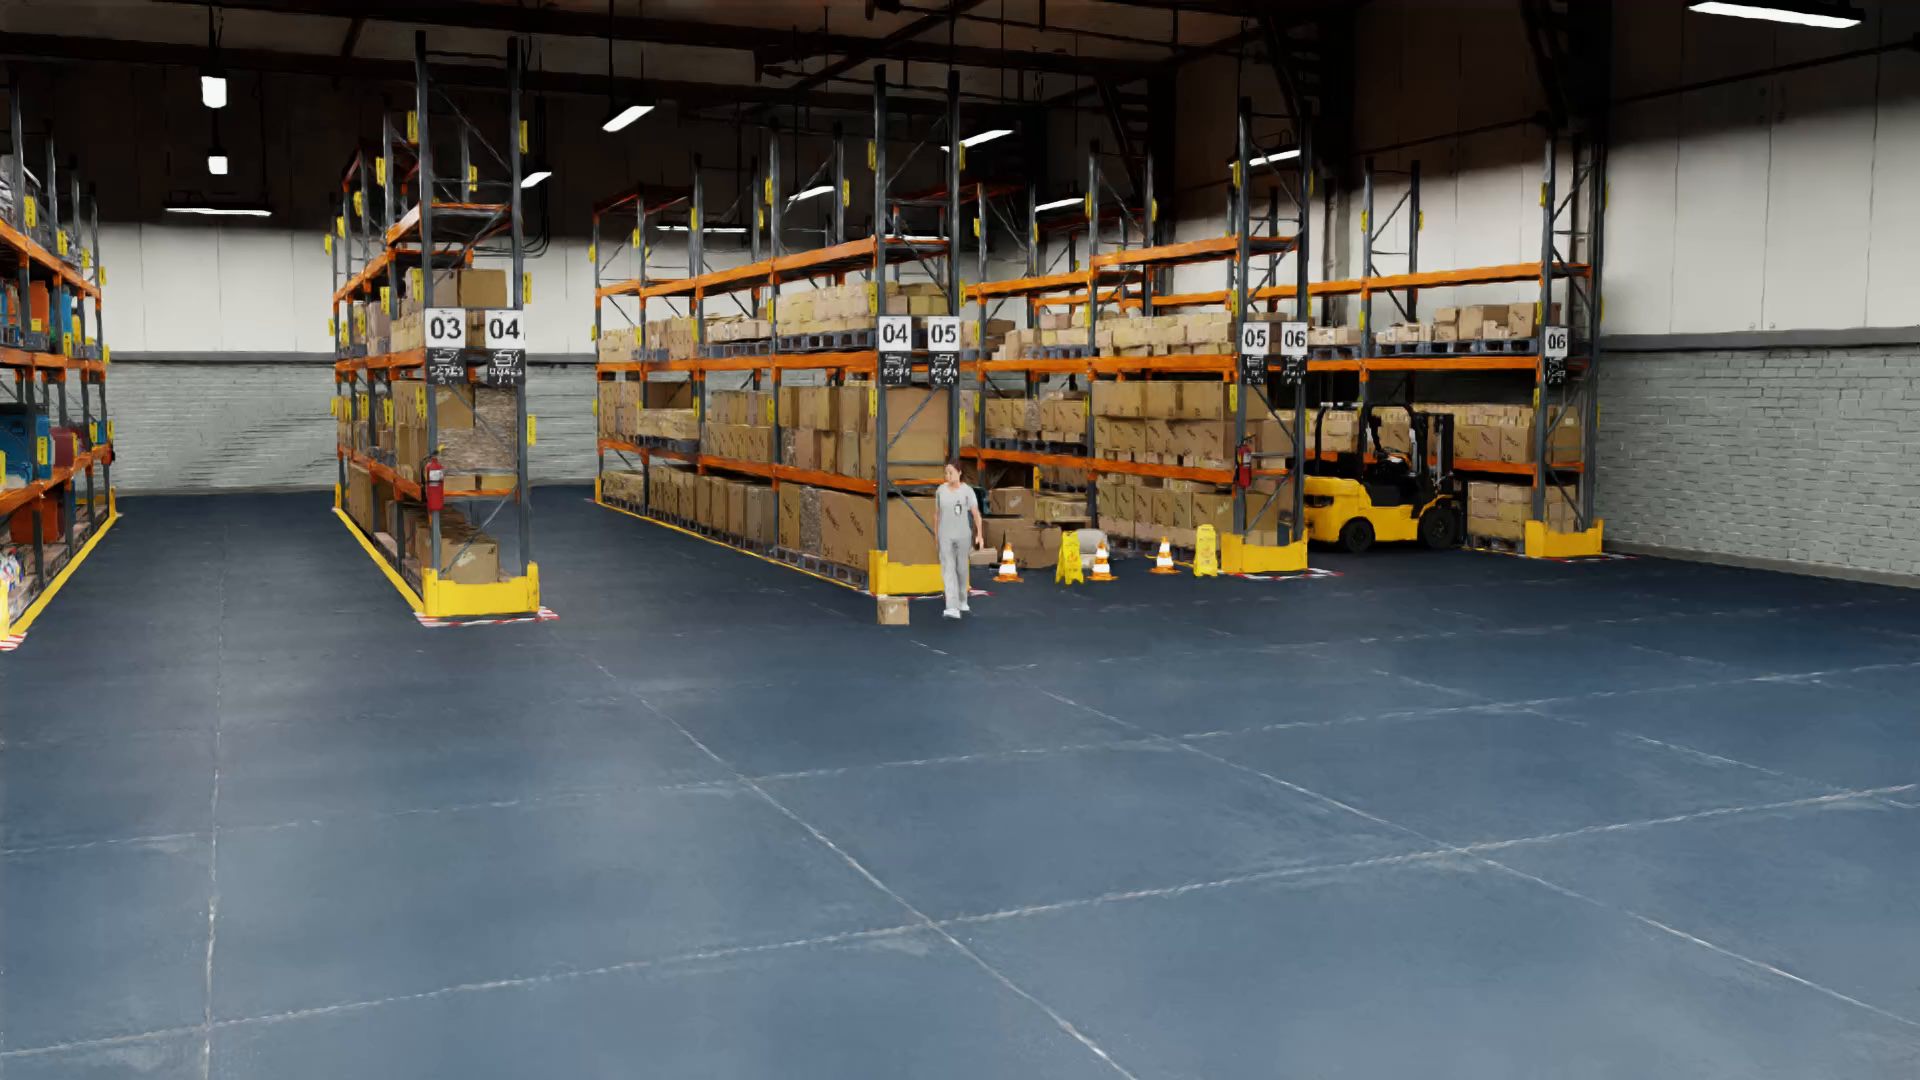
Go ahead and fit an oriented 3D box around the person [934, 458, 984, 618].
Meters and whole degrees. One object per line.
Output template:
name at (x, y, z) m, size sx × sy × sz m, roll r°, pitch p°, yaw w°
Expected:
person at (-0.008, -0.030, 17.206) m, size 0.552 × 1.643 × 0.870 m, roll 1°, pitch 6°, yaw 6°
